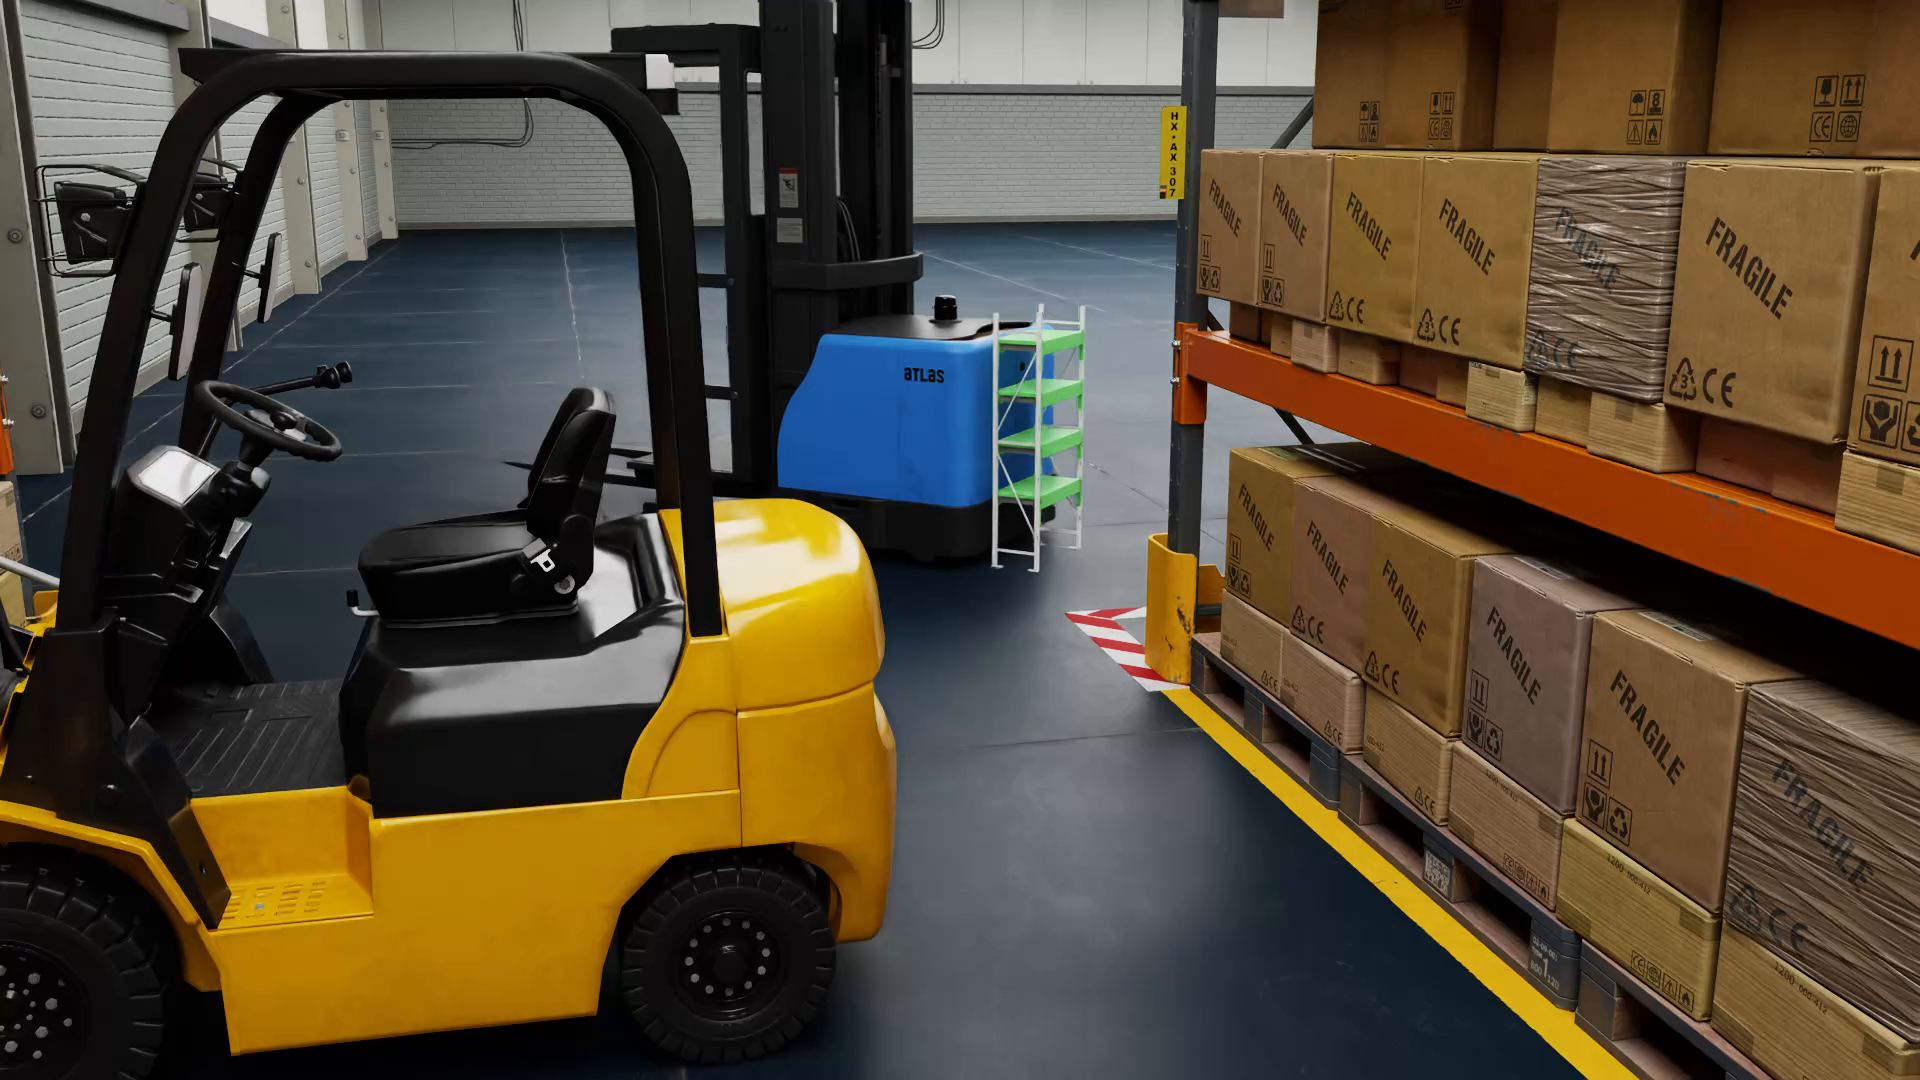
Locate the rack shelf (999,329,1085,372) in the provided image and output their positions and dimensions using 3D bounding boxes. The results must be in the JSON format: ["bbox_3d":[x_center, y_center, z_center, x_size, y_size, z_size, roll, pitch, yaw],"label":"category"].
[{"bbox_3d":[0.377,-0.902,7.836,0.258,0.148,0.480,7,15,27],"label":"rack shelf"}]

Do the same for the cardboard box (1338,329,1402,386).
[{"bbox_3d":[1.341,-0.549,4.885,0.380,0.149,0.250,-3,14,-12],"label":"cardboard box"}]

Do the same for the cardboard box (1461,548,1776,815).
[{"bbox_3d":[1.595,0.330,4.083,0.500,0.500,0.500,-3,14,-10],"label":"cardboard box"}]

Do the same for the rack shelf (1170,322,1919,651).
[{"bbox_3d":[1.767,-0.193,4.411,1.077,0.370,4.000,-3,14,-13],"label":"rack shelf"}]

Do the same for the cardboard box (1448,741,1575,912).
[{"bbox_3d":[1.587,0.690,4.192,0.500,0.250,0.500,-3,14,-12],"label":"cardboard box"}]

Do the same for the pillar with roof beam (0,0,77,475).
[{"bbox_3d":[-1.464,-5.053,10.150,9.100,9.000,0.400,-3,14,-13],"label":"pillar with roof beam"}]

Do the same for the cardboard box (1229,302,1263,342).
[{"bbox_3d":[1.176,-0.791,5.875,0.380,0.149,0.250,-3,14,-13],"label":"cardboard box"}]

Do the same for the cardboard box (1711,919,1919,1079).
[{"bbox_3d":[1.837,0.930,3.210,0.500,0.250,0.500,-3,14,-11],"label":"cardboard box"}]

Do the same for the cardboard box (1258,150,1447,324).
[{"bbox_3d":[1.264,-0.952,5.168,0.500,0.500,0.500,-3,14,-11],"label":"cardboard box"}]

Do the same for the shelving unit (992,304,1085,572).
[{"bbox_3d":[0.377,-0.497,7.935,0.258,1.200,0.503,7,15,27],"label":"shelving unit"}]

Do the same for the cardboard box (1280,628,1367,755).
[{"bbox_3d":[1.331,0.448,5.182,0.500,0.250,0.500,-3,14,-11],"label":"cardboard box"}]

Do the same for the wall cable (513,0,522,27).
[{"bbox_3d":[-8.062,-12.199,35.300,3.097,2.526,0.112,-3,14,-13],"label":"wall cable"}]

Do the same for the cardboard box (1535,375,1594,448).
[{"bbox_3d":[1.592,-0.311,3.907,0.380,0.149,0.250,-4,14,-14],"label":"cardboard box"}]

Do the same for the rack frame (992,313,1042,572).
[{"bbox_3d":[0.263,-0.446,7.725,0.240,1.200,0.015,7,15,27],"label":"rack frame"}]

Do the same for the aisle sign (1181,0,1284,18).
[{"bbox_3d":[0.982,-2.263,5.893,0.394,0.787,0.004,-3,14,-13],"label":"aisle sign"}]

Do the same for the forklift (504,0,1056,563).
[{"bbox_3d":[-1.053,-1.542,8.562,3.031,2.935,1.130,7,16,27],"label":"forklift"}]

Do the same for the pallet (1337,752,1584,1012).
[{"bbox_3d":[1.755,0.839,4.548,1.003,0.211,1.213,-3,14,-13],"label":"pallet"}]

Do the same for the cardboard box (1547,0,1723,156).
[{"bbox_3d":[1.943,-1.225,4.175,0.700,0.500,0.500,-3,14,-14],"label":"cardboard box"}]

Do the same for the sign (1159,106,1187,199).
[{"bbox_3d":[0.770,-1.394,5.987,0.100,0.325,0.005,-3,14,-13],"label":"sign"}]

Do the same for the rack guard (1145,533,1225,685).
[{"bbox_3d":[1.315,0.228,6.439,1.175,0.500,0.348,-3,14,-13],"label":"rack guard"}]

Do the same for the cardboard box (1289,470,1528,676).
[{"bbox_3d":[1.351,0.091,5.061,0.500,0.500,0.500,-4,14,-15],"label":"cardboard box"}]

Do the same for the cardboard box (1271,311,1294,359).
[{"bbox_3d":[1.233,-0.668,5.371,0.380,0.149,0.250,-4,14,-15],"label":"cardboard box"}]

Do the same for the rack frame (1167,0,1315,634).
[{"bbox_3d":[1.297,-1.003,6.214,1.000,3.000,0.127,-3,14,-13],"label":"rack frame"}]

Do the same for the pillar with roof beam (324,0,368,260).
[{"bbox_3d":[-5.691,-9.206,27.147,9.100,9.000,0.400,-3,14,-13],"label":"pillar with roof beam"}]

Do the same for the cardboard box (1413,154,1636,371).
[{"bbox_3d":[1.512,-0.718,4.208,0.500,0.500,0.500,-4,14,-14],"label":"cardboard box"}]

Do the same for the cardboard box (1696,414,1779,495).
[{"bbox_3d":[1.770,-0.196,3.437,0.380,0.149,0.250,-3,14,-14],"label":"cardboard box"}]

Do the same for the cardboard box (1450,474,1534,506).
[{"bbox_3d":[1.865,0.055,5.212,0.500,0.500,0.500,-3,14,-11],"label":"cardboard box"}]

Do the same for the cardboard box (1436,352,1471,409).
[{"bbox_3d":[1.494,-0.429,4.393,0.380,0.149,0.250,-4,14,-15],"label":"cardboard box"}]

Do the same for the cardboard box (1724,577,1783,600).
[{"bbox_3d":[2.103,0.293,4.236,0.500,0.500,0.500,-3,14,-10],"label":"cardboard box"}]

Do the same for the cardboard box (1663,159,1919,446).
[{"bbox_3d":[1.763,-0.481,3.237,0.500,0.500,0.500,-3,14,-11],"label":"cardboard box"}]

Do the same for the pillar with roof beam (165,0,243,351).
[{"bbox_3d":[-2.873,-6.438,15.816,9.100,9.000,0.400,-3,14,-13],"label":"pillar with roof beam"}]

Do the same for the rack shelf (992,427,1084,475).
[{"bbox_3d":[0.377,-0.435,7.950,0.258,0.148,0.480,7,15,27],"label":"rack shelf"}]

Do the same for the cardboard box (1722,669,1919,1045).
[{"bbox_3d":[1.837,0.565,3.122,0.500,0.500,0.500,-3,14,-14],"label":"cardboard box"}]

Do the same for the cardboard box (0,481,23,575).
[{"bbox_3d":[-3.115,0.009,4.872,0.500,0.250,0.500,-3,14,-11],"label":"cardboard box"}]

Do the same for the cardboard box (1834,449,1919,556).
[{"bbox_3d":[1.800,-0.073,2.934,0.380,0.149,0.250,-3,14,-12],"label":"cardboard box"}]

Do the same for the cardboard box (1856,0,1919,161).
[{"bbox_3d":[2.246,-0.992,3.223,0.700,0.500,0.500,-3,14,-13],"label":"cardboard box"}]

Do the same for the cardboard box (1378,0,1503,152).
[{"bbox_3d":[1.741,-1.459,5.136,0.700,0.500,0.500,-3,14,-13],"label":"cardboard box"}]

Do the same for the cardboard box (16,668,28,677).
[{"bbox_3d":[-3.109,0.497,4.983,0.500,0.250,0.500,-3,14,-13],"label":"cardboard box"}]
